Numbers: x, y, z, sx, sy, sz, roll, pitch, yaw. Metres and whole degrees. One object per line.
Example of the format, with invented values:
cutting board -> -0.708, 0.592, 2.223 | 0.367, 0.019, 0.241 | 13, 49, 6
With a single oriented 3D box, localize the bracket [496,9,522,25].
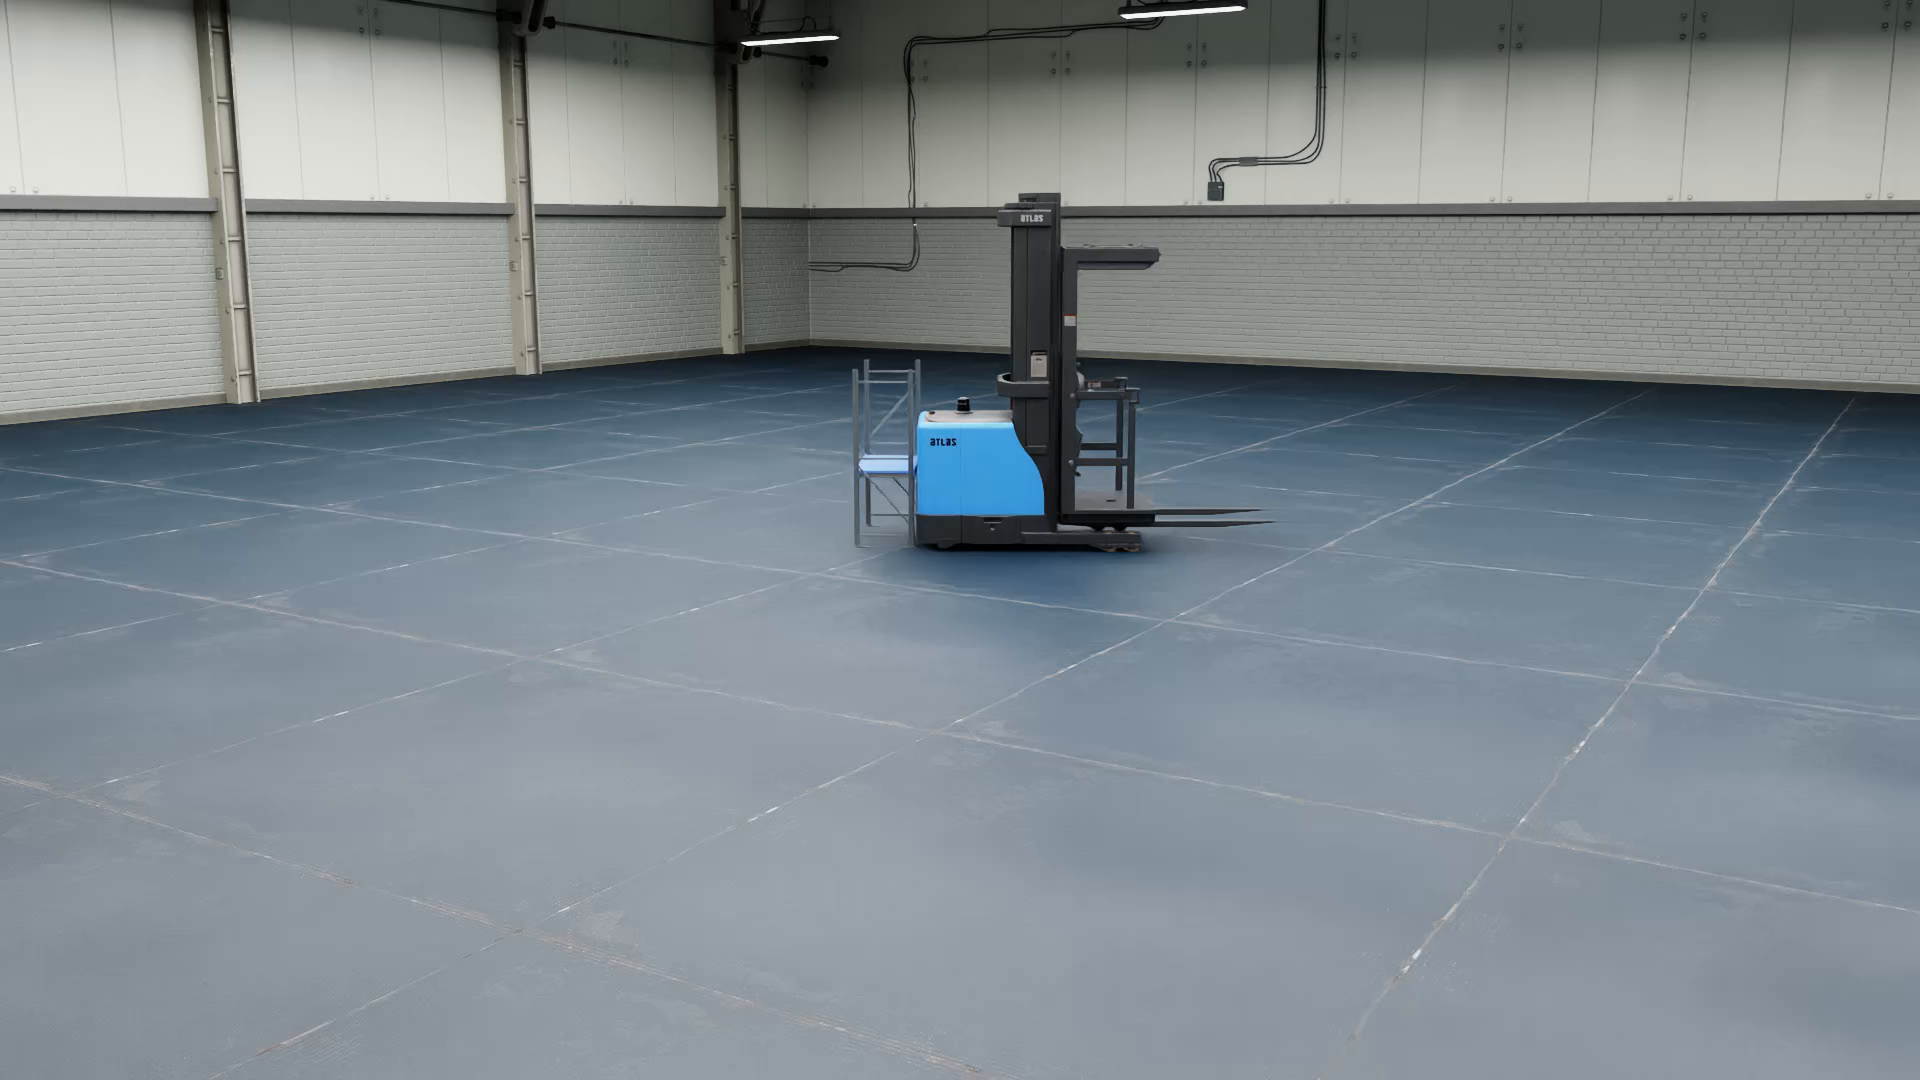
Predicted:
bracket -> -7.913, -9.175, 29.140 | 0.235, 0.232, 0.430 | 6, 12, 31

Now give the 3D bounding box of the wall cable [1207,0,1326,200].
wall cable -> 5.879, -9.547, 31.670 | 2.305, 6.003, 0.169 | 6, 12, 31

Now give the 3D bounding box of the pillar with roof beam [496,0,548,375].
pillar with roof beam -> -4.322, -7.093, 27.804 | 9.100, 9.000, 0.548 | 6, 12, 31

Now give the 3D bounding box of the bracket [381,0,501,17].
bracket -> -9.251, -8.770, 26.975 | 0.076, 0.066, 4.783 | 6, 12, 31

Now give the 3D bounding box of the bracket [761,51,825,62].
bracket -> -3.443, -10.529, 36.372 | 0.076, 0.066, 3.189 | 6, 12, 31

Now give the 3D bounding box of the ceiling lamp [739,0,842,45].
ceiling lamp -> -2.833, -10.256, 28.834 | 2.000, 3.185, 0.800 | 6, 12, 31

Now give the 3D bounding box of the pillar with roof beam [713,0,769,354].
pillar with roof beam -> -1.207, -8.037, 32.844 | 9.100, 9.000, 0.548 | 6, 12, 31

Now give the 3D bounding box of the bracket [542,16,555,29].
bracket -> -7.482, -9.305, 29.837 | 0.235, 0.232, 0.430 | 6, 12, 31

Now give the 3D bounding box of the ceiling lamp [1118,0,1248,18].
ceiling lamp -> 3.483, -9.550, 25.063 | 2.000, 3.185, 0.800 | 6, 12, 31

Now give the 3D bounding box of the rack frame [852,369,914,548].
rack frame -> -0.639, -0.675, 13.895 | 0.500, 1.500, 0.032 | 0, 11, 2

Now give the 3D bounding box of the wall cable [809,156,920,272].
wall cable -> -2.226, -7.259, 37.127 | 3.097, 2.526, 0.112 | 6, 12, 31

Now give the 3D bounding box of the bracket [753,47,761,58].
bracket -> -4.367, -10.249, 34.877 | 0.235, 0.232, 0.430 | 6, 12, 31

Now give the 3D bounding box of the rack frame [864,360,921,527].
rack frame -> -0.600, -0.862, 14.894 | 0.500, 1.500, 0.032 | 0, 11, 2

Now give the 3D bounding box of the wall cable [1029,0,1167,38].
wall cable -> 2.731, -11.423, 33.284 | 3.097, 2.526, 0.112 | 6, 12, 31

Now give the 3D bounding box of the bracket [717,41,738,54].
bracket -> -4.798, -10.118, 34.180 | 0.235, 0.232, 0.430 | 6, 12, 31

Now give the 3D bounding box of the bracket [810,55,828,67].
bracket -> -3.137, -10.622, 36.868 | 0.235, 0.232, 0.430 | 6, 12, 31

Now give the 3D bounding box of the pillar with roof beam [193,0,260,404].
pillar with roof beam -> -7.437, -6.150, 22.763 | 9.100, 9.000, 0.400 | 6, 12, 31

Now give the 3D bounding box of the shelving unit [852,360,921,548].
shelving unit -> -0.619, -0.768, 14.394 | 0.538, 1.500, 1.048 | 0, 11, 2

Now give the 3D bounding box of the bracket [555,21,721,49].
bracket -> -6.136, -9.713, 32.016 | 0.076, 0.066, 4.783 | 6, 12, 31

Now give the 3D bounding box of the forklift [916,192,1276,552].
forklift -> 1.147, -1.438, 14.083 | 3.031, 2.935, 1.130 | 0, 11, 0

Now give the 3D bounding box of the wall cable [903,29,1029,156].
wall cable -> 0.086, -9.483, 35.281 | 3.097, 2.526, 0.112 | 6, 12, 31

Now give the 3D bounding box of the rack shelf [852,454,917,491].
rack shelf -> -0.619, -0.591, 14.427 | 0.538, 0.185, 1.000 | 0, 11, 2
